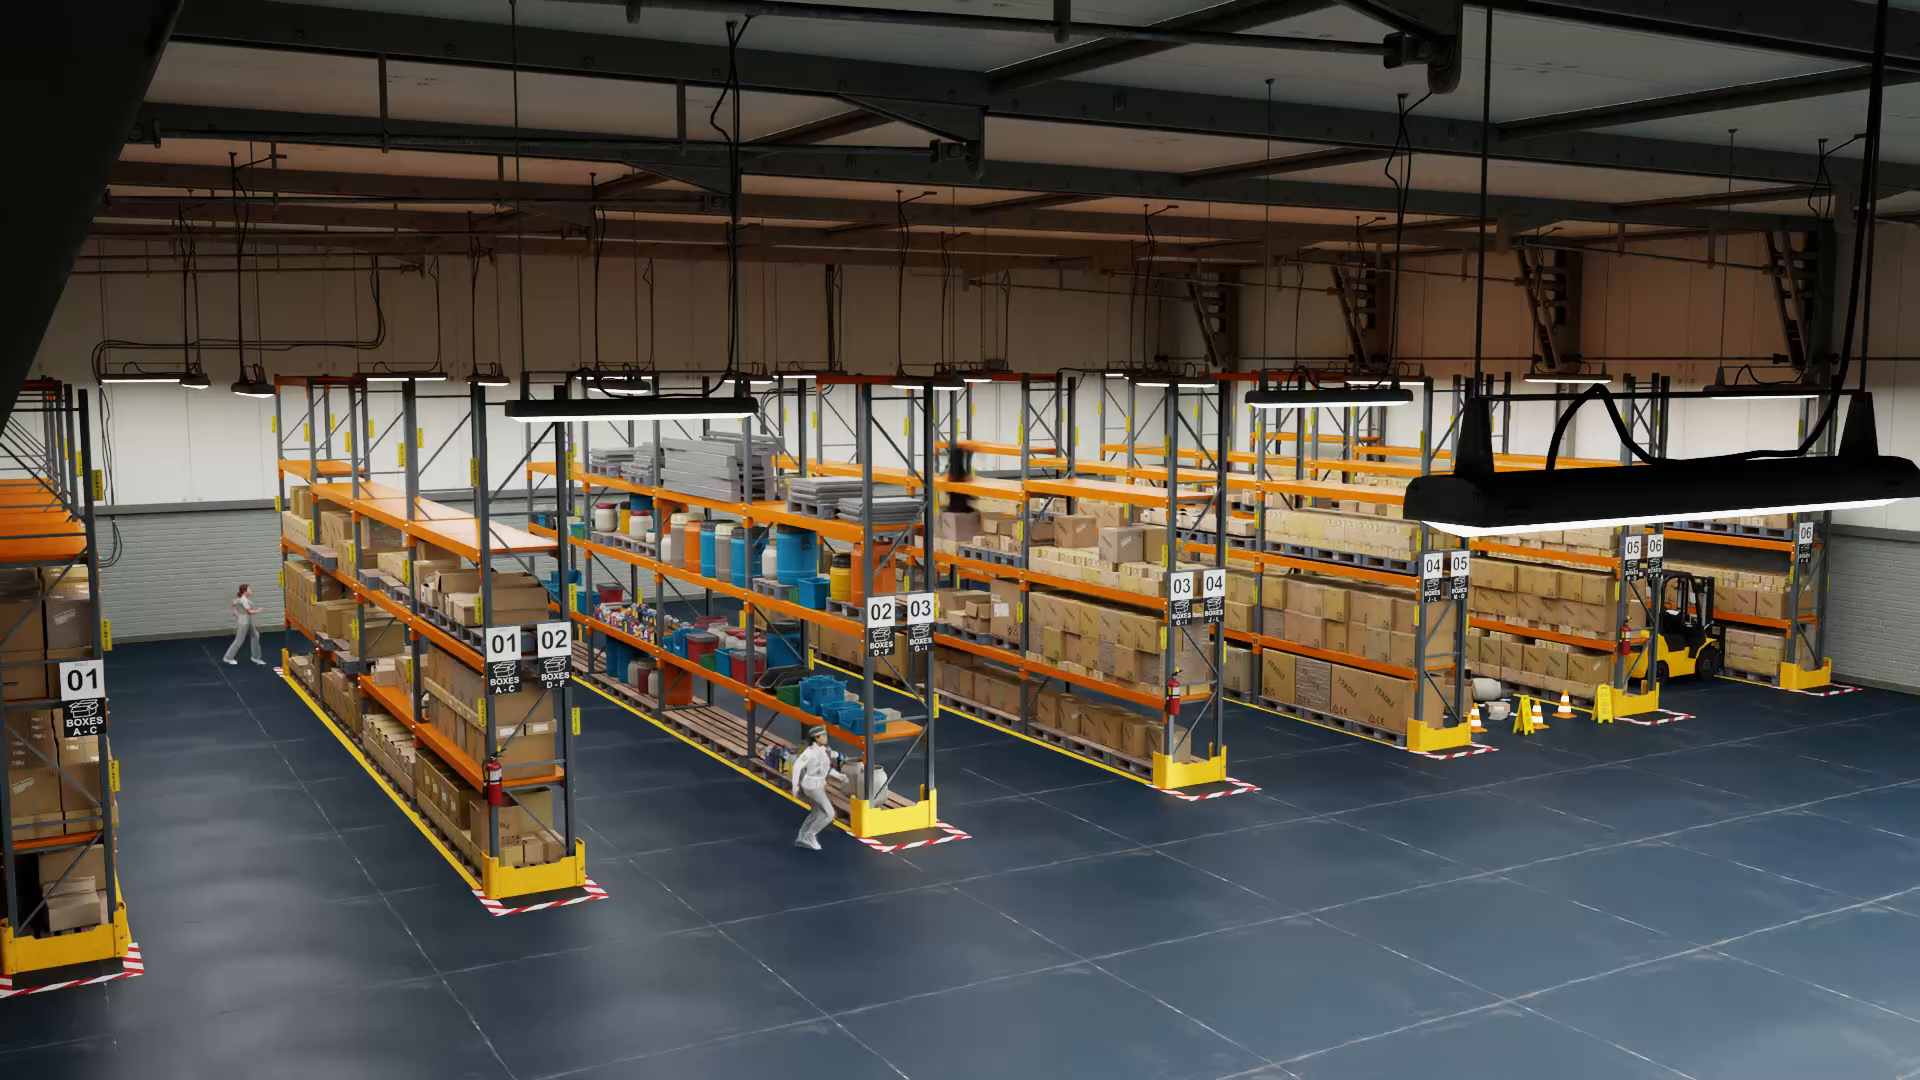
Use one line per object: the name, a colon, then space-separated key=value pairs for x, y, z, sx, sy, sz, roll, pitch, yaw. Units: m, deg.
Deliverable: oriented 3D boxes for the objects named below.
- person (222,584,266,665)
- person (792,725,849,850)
person: x=-14.712 y=1.759 z=34.129 sx=0.854 sy=1.718 sz=0.546 roll=-3 pitch=7 yaw=-26
person: x=-1.813 y=3.177 z=21.351 sx=0.696 sy=1.638 sz=0.613 roll=2 pitch=6 yaw=14
